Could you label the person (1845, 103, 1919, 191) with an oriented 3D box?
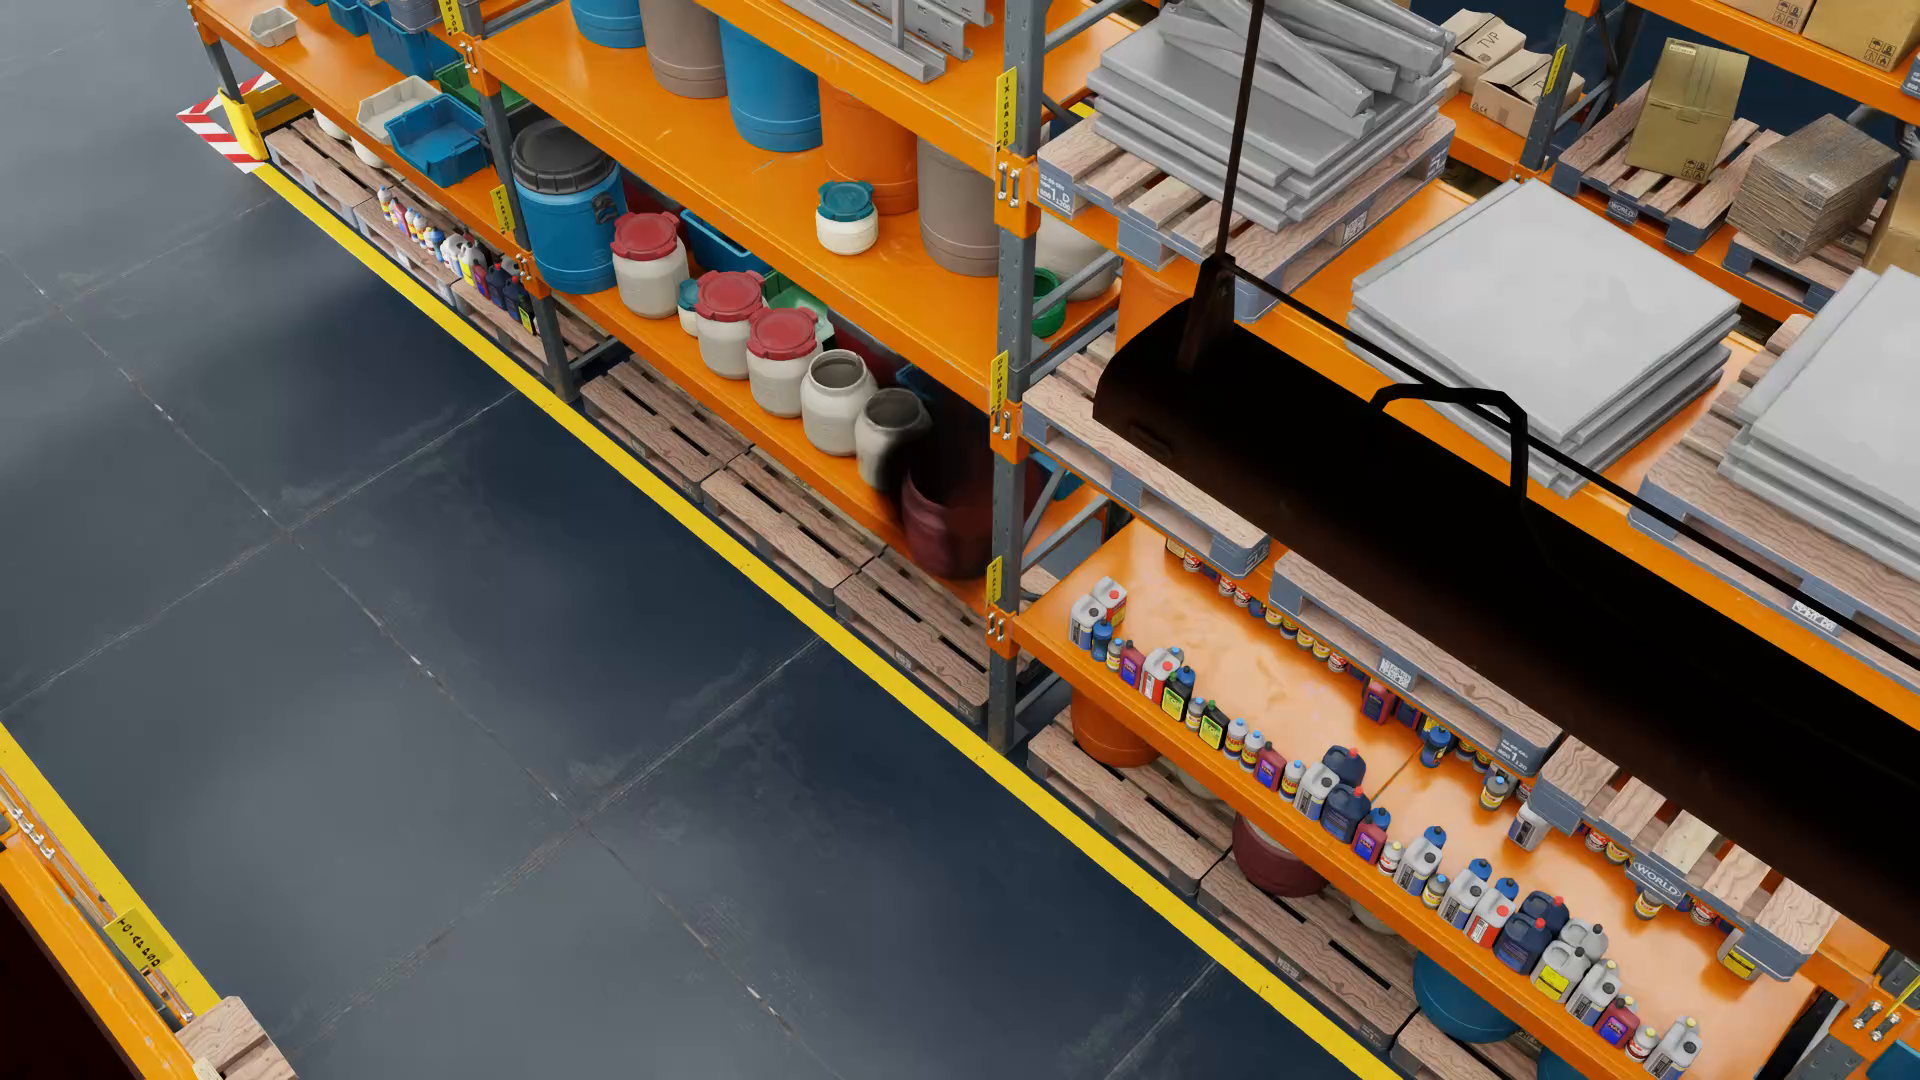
[{"bbox_3d":[6.851,-3.302,12.083,0.432,1.634,0.924,-34,58,-25],"label":"person"}]
